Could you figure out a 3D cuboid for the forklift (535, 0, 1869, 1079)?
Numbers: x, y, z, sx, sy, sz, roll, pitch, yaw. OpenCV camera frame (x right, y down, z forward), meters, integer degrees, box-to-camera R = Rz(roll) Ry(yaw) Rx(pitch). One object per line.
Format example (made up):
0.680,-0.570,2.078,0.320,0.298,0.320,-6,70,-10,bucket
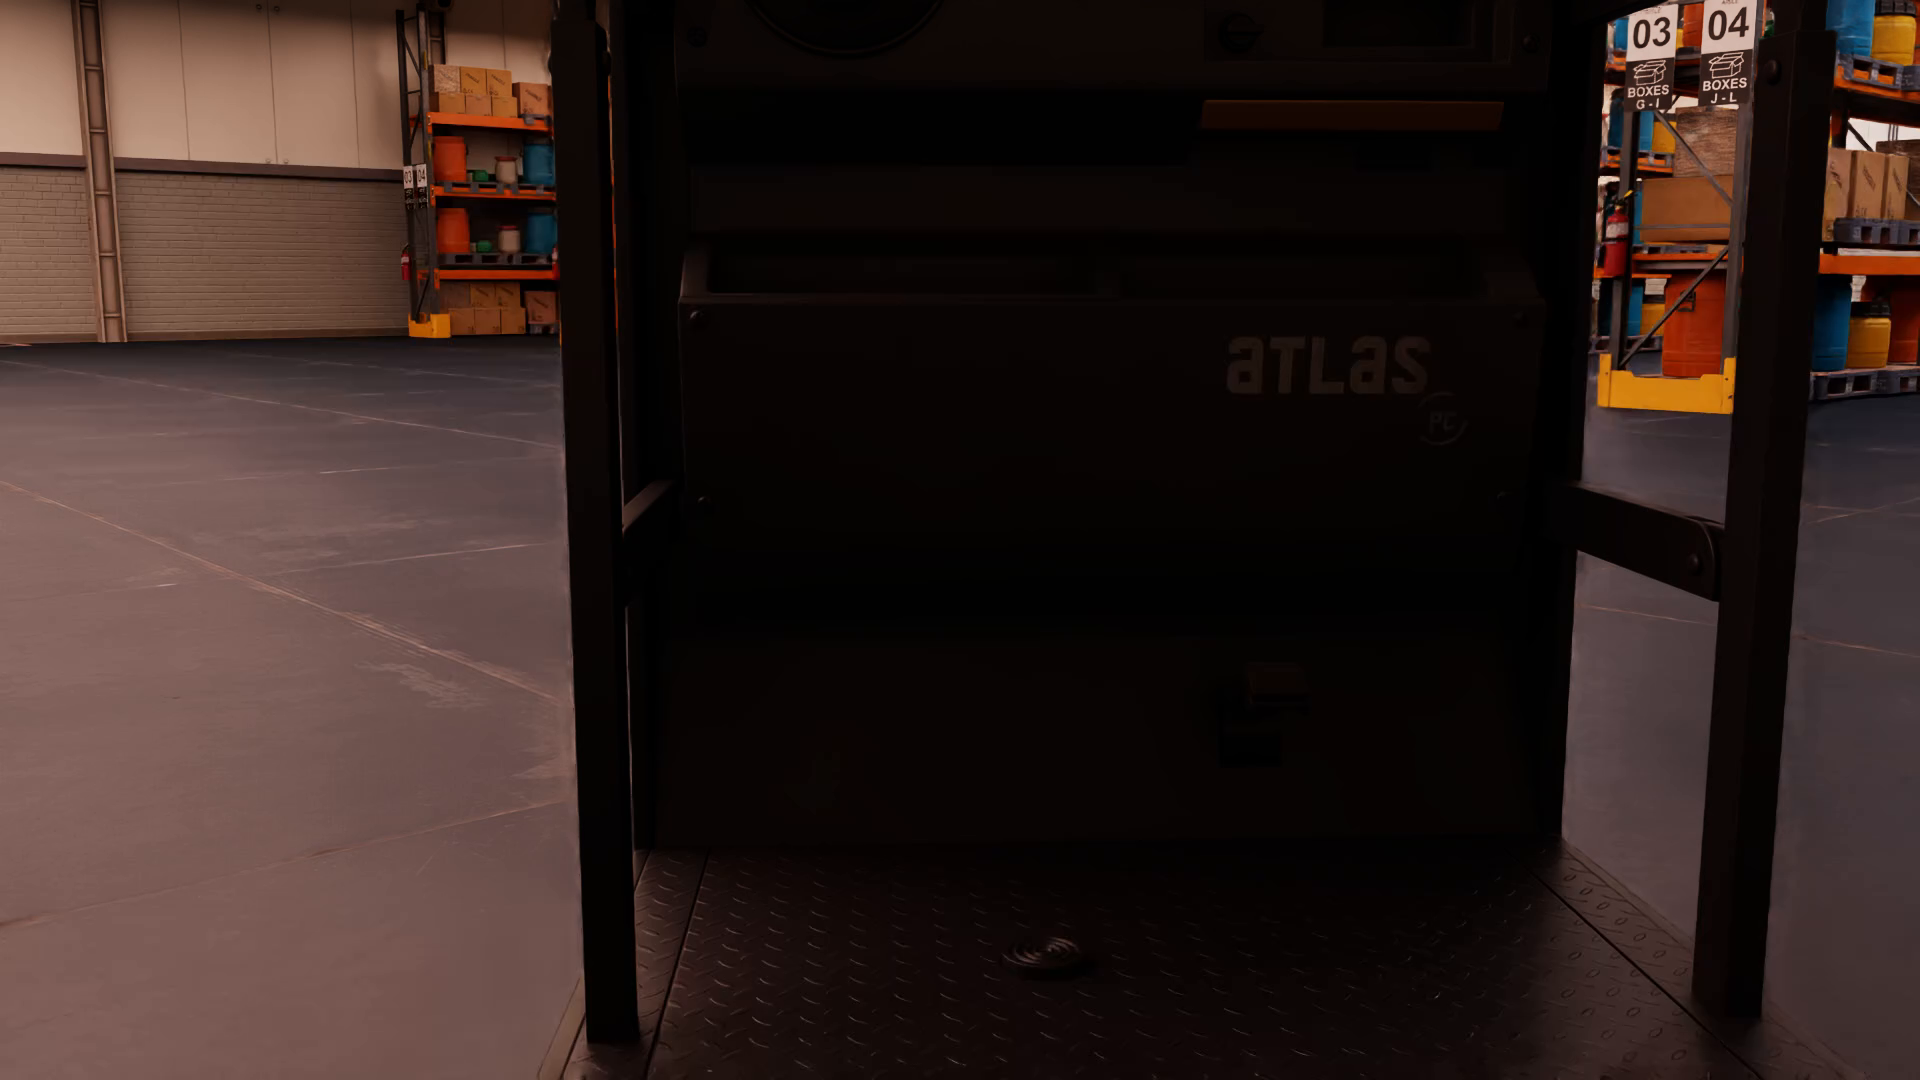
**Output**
0.178,-0.712,1.558,1.130,2.935,3.031,0,9,-3,forklift
